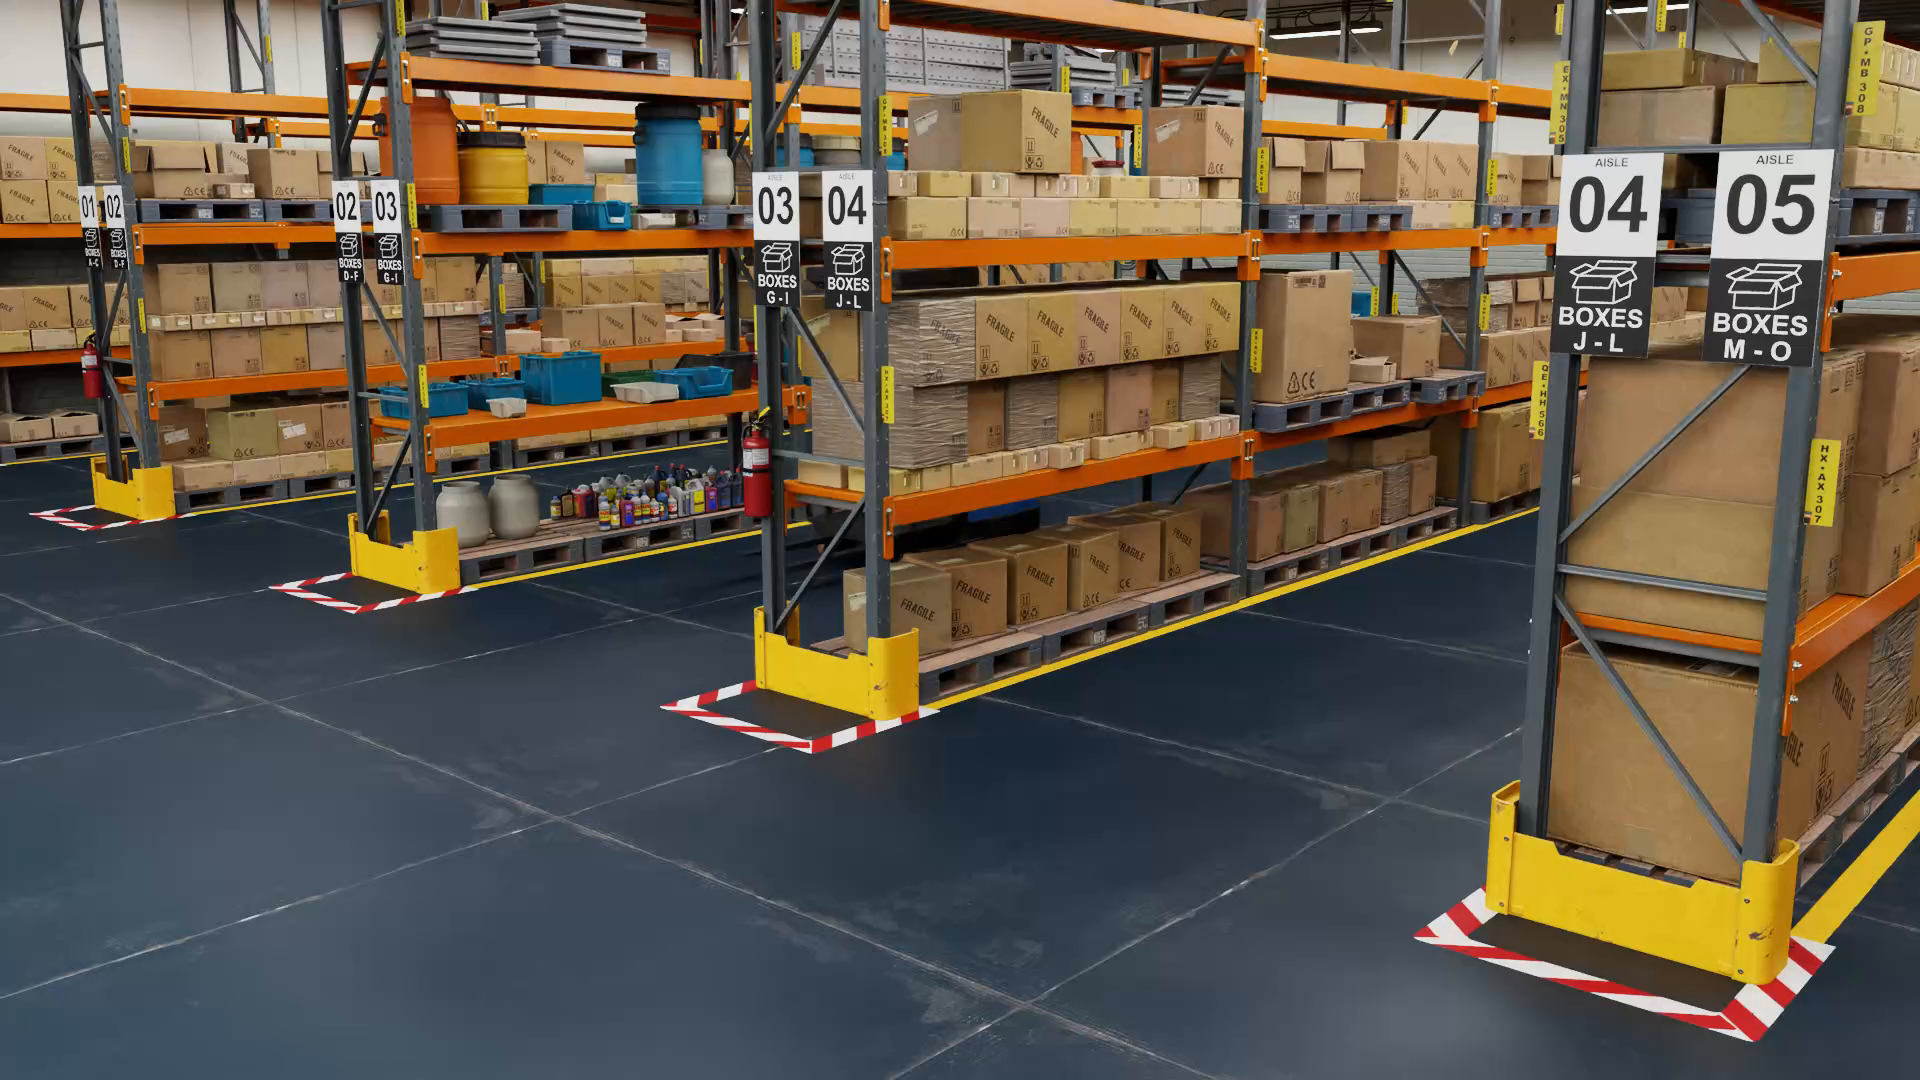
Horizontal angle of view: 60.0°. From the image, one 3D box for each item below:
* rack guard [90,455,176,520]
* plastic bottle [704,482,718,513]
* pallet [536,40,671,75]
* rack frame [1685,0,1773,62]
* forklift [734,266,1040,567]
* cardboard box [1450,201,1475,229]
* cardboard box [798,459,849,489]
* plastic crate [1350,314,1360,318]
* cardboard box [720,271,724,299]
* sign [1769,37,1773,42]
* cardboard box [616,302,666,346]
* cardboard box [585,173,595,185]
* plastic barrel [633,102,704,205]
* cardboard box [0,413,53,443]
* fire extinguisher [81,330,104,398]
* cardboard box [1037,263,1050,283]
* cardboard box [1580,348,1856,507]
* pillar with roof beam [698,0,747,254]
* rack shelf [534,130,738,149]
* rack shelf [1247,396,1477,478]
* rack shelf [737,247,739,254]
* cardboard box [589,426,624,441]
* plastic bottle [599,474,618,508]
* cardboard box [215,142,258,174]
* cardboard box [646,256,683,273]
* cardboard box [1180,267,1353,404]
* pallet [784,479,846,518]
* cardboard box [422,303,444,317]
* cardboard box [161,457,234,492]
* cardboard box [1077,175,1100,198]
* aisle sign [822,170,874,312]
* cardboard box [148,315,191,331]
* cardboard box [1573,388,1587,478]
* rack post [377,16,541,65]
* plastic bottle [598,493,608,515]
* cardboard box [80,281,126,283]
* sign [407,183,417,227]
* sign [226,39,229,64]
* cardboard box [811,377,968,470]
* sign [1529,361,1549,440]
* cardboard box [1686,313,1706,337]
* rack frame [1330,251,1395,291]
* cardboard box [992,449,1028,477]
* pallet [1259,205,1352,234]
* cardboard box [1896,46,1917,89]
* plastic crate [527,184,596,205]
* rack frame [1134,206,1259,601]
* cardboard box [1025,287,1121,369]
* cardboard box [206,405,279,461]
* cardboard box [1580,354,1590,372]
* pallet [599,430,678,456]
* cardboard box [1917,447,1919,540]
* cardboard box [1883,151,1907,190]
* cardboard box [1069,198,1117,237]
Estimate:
[{"bbox_3d":[-8.280,-0.534,16.645,1.175,0.500,0.348,10,15,40],"label":"rack guard"},{"bbox_3d":[-2.317,-0.404,15.429,0.133,0.283,0.061,-11,16,-44],"label":"plastic bottle"},{"bbox_3d":[-3.234,-4.058,14.097,1.003,0.211,1.213,10,15,40],"label":"pallet"},{"bbox_3d":[9.736,-5.777,21.201,1.000,3.000,0.127,10,15,40],"label":"rack frame"},{"bbox_3d":[-0.603,-1.282,14.187,1.130,2.935,3.031,9,15,39],"label":"forklift"},{"bbox_3d":[4.326,-2.954,15.107,0.500,0.250,0.500,10,15,40],"label":"cardboard box"},{"bbox_3d":[-0.793,-0.427,10.370,0.380,0.149,0.250,10,15,40],"label":"cardboard box"},{"bbox_3d":[5.613,-3.233,24.296,0.396,0.136,0.243,10,15,40],"label":"plastic crate"},{"bbox_3d":[-4.182,-4.272,27.917,0.500,0.500,0.500,9,15,39],"label":"cardboard box"},{"bbox_3d":[10.134,-6.202,20.740,0.100,0.325,0.005,10,15,40],"label":"sign"},{"bbox_3d":[-4.079,-2.740,21.054,0.500,0.500,0.500,9,14,37],"label":"cardboard box"},{"bbox_3d":[-6.120,-5.479,25.986,0.700,0.500,0.500,9,14,37],"label":"cardboard box"},{"bbox_3d":[-2.643,-3.500,15.107,0.600,0.901,0.708,10,15,40],"label":"plastic barrel"},{"bbox_3d":[-11.464,-1.390,20.293,0.500,0.311,0.500,8,14,34],"label":"cardboard box"},{"bbox_3d":[-8.691,-1.768,16.639,0.296,0.674,0.183,10,15,40],"label":"fire extinguisher"},{"bbox_3d":[1.199,-4.328,26.454,0.500,0.500,0.500,10,15,42],"label":"cardboard box"},{"bbox_3d":[3.107,-0.478,6.845,0.875,0.550,0.550,10,15,40],"label":"cardboard box"},{"bbox_3d":[-1.021,-6.768,26.162,9.100,9.000,0.548,10,15,40],"label":"pillar with roof beam"},{"bbox_3d":[-5.387,-6.267,26.510,1.077,0.370,4.000,10,15,40],"label":"rack shelf"},{"bbox_3d":[3.135,-1.011,14.492,1.077,0.370,4.000,10,15,40],"label":"rack shelf"},{"bbox_3d":[-0.586,-3.123,17.405,1.077,0.370,4.000,10,15,40],"label":"rack shelf"},{"bbox_3d":[-4.493,-1.388,20.488,0.500,0.250,0.500,9,15,39],"label":"cardboard box"},{"bbox_3d":[-3.278,-0.444,15.456,0.144,0.351,0.185,11,15,43],"label":"plastic bottle"},{"bbox_3d":[-9.475,-4.903,21.620,0.500,0.500,0.500,8,14,36],"label":"cardboard box"},{"bbox_3d":[-4.864,-4.490,27.091,0.500,0.250,0.500,10,15,41],"label":"cardboard box"},{"bbox_3d":[2.444,-1.669,13.343,1.000,1.000,1.000,10,15,41],"label":"cardboard box"},{"bbox_3d":[-1.416,-0.463,17.032,1.003,0.211,1.213,10,15,40],"label":"pallet"},{"bbox_3d":[-5.978,-2.576,18.576,0.380,0.149,0.250,9,15,39],"label":"cardboard box"},{"bbox_3d":[-7.743,-0.671,16.897,0.500,0.250,0.500,10,15,40],"label":"cardboard box"},{"bbox_3d":[0.707,-2.355,11.088,0.380,0.149,0.250,9,14,38],"label":"cardboard box"},{"bbox_3d":[-0.641,-1.708,9.508,0.394,0.787,0.004,10,15,40],"label":"aisle sign"},{"bbox_3d":[-7.844,-2.160,16.494,0.380,0.149,0.250,10,15,40],"label":"cardboard box"},{"bbox_3d":[6.099,-1.183,17.866,1.225,0.875,0.875,9,14,38],"label":"cardboard box"},{"bbox_3d":[-3.952,-3.913,13.144,0.954,0.300,0.937,-10,15,-41],"label":"rack post"},{"bbox_3d":[-3.279,-0.333,15.279,0.097,0.201,0.097,0,11,0],"label":"plastic bottle"},{"bbox_3d":[-10.826,-3.027,21.165,0.500,0.500,0.500,10,15,41],"label":"cardboard box"},{"bbox_3d":[-4.136,-2.525,12.554,0.100,0.325,0.005,10,15,40],"label":"sign"},{"bbox_3d":[-9.768,-6.540,22.228,0.100,0.325,0.005,10,15,40],"label":"sign"},{"bbox_3d":[-0.442,-0.754,10.351,0.875,0.500,0.500,10,15,40],"label":"cardboard box"},{"bbox_3d":[2.435,-0.581,6.942,0.100,0.325,0.005,10,15,40],"label":"sign"},{"bbox_3d":[8.945,-2.653,20.497,0.500,0.250,0.500,9,14,38],"label":"cardboard box"},{"bbox_3d":[6.016,-3.476,24.994,1.000,3.000,0.127,10,15,40],"label":"rack frame"},{"bbox_3d":[0.217,-0.514,10.806,0.380,0.149,0.250,10,15,40],"label":"cardboard box"},{"bbox_3d":[2.302,-2.526,13.059,1.213,0.211,1.003,10,15,40],"label":"pallet"},{"bbox_3d":[3.628,-1.901,6.731,0.380,0.149,0.250,10,15,40],"label":"cardboard box"},{"bbox_3d":[-3.514,-2.904,14.516,0.392,0.384,0.575,10,15,40],"label":"plastic crate"},{"bbox_3d":[1.815,-1.070,12.949,1.000,3.000,0.127,10,15,40],"label":"rack frame"},{"bbox_3d":[0.732,-1.433,11.199,0.500,0.500,0.500,10,15,40],"label":"cardboard box"},{"bbox_3d":[-7.415,-1.112,17.193,0.500,0.500,0.500,10,15,40],"label":"cardboard box"},{"bbox_3d":[6.321,-2.042,17.561,0.500,0.500,0.500,10,15,40],"label":"cardboard box"},{"bbox_3d":[-4.362,-1.278,21.108,1.003,0.211,1.213,10,15,40],"label":"pallet"},{"bbox_3d":[4.448,-0.283,8.628,0.875,0.550,0.550,10,15,40],"label":"cardboard box"},{"bbox_3d":[3.634,-1.511,6.814,0.380,0.149,0.250,10,15,41],"label":"cardboard box"},{"bbox_3d":[0.692,-2.143,11.044,0.500,0.250,0.500,10,15,42],"label":"cardboard box"}]
